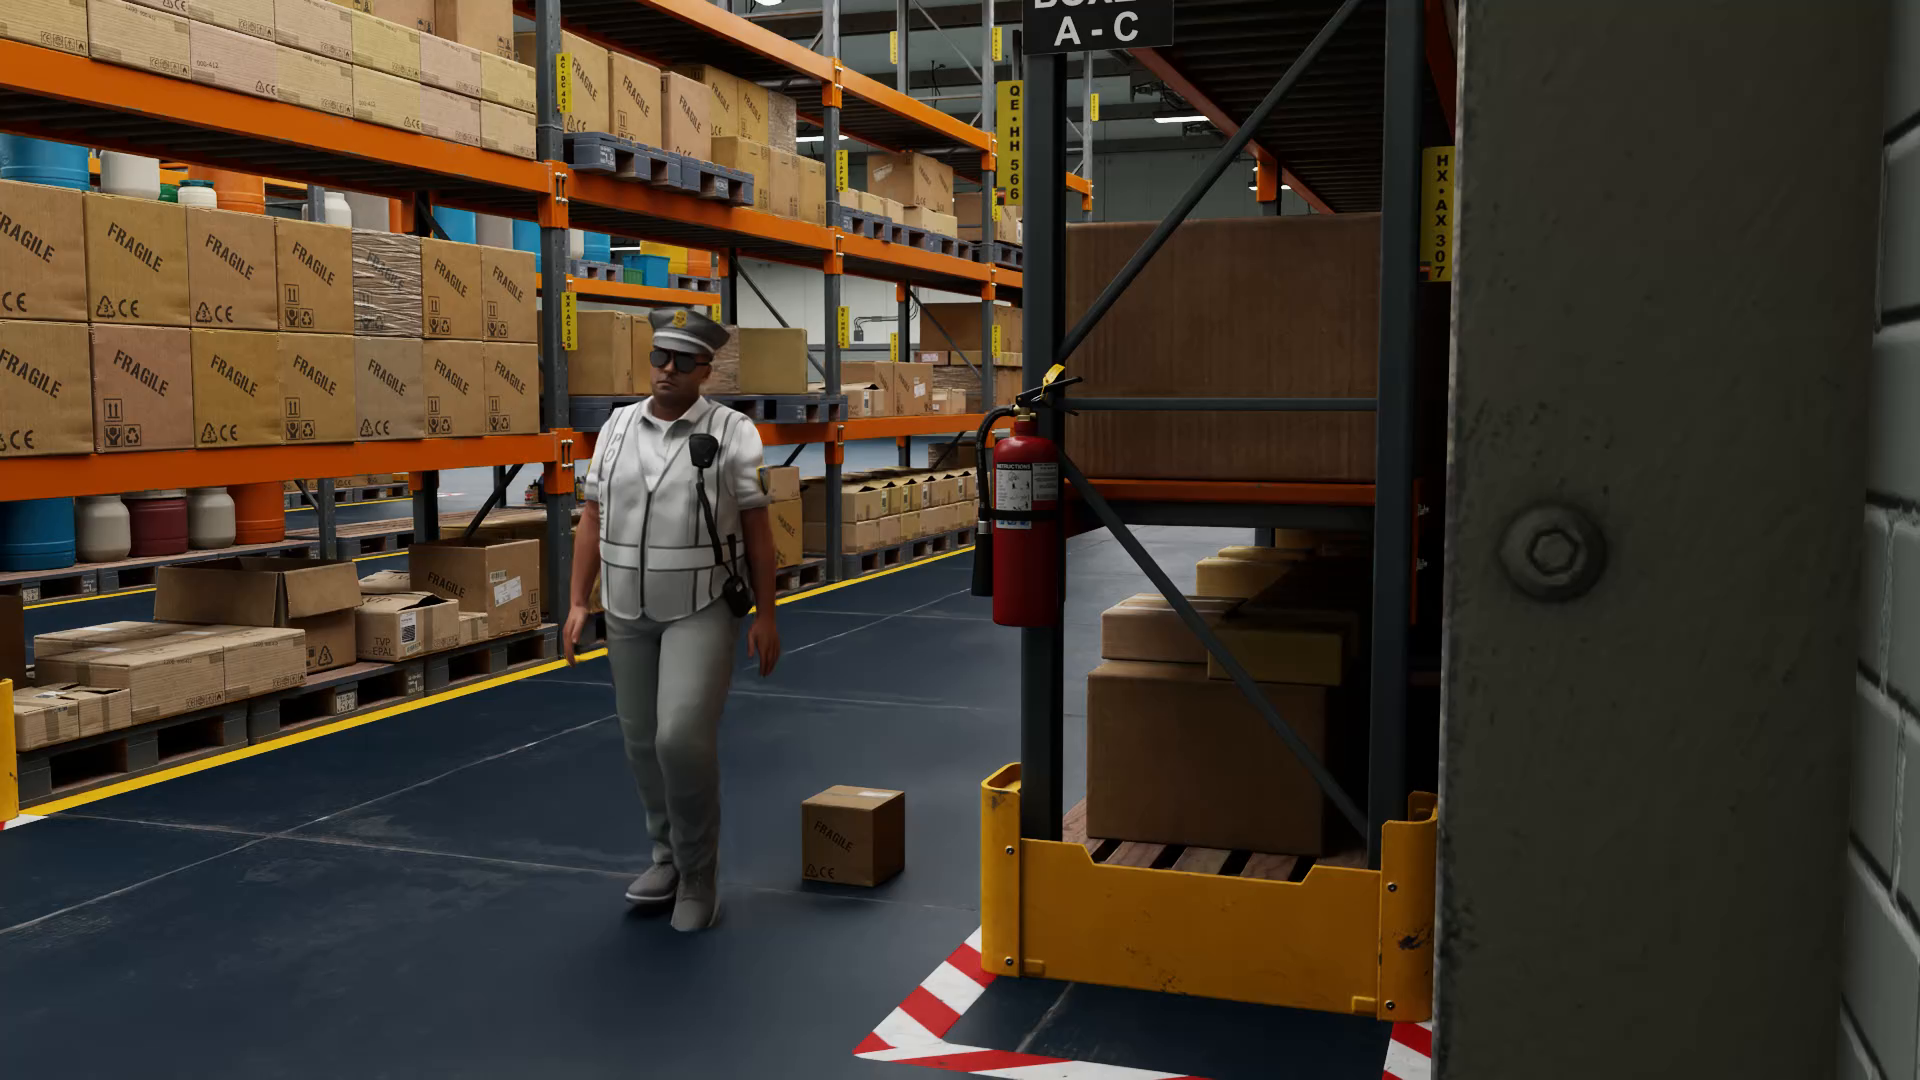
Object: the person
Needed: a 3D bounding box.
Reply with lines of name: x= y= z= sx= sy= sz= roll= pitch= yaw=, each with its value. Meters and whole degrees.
person: x=-0.850 y=0.245 z=4.844 sx=0.600 sy=1.828 sz=0.510 roll=1 pitch=5 yaw=16
